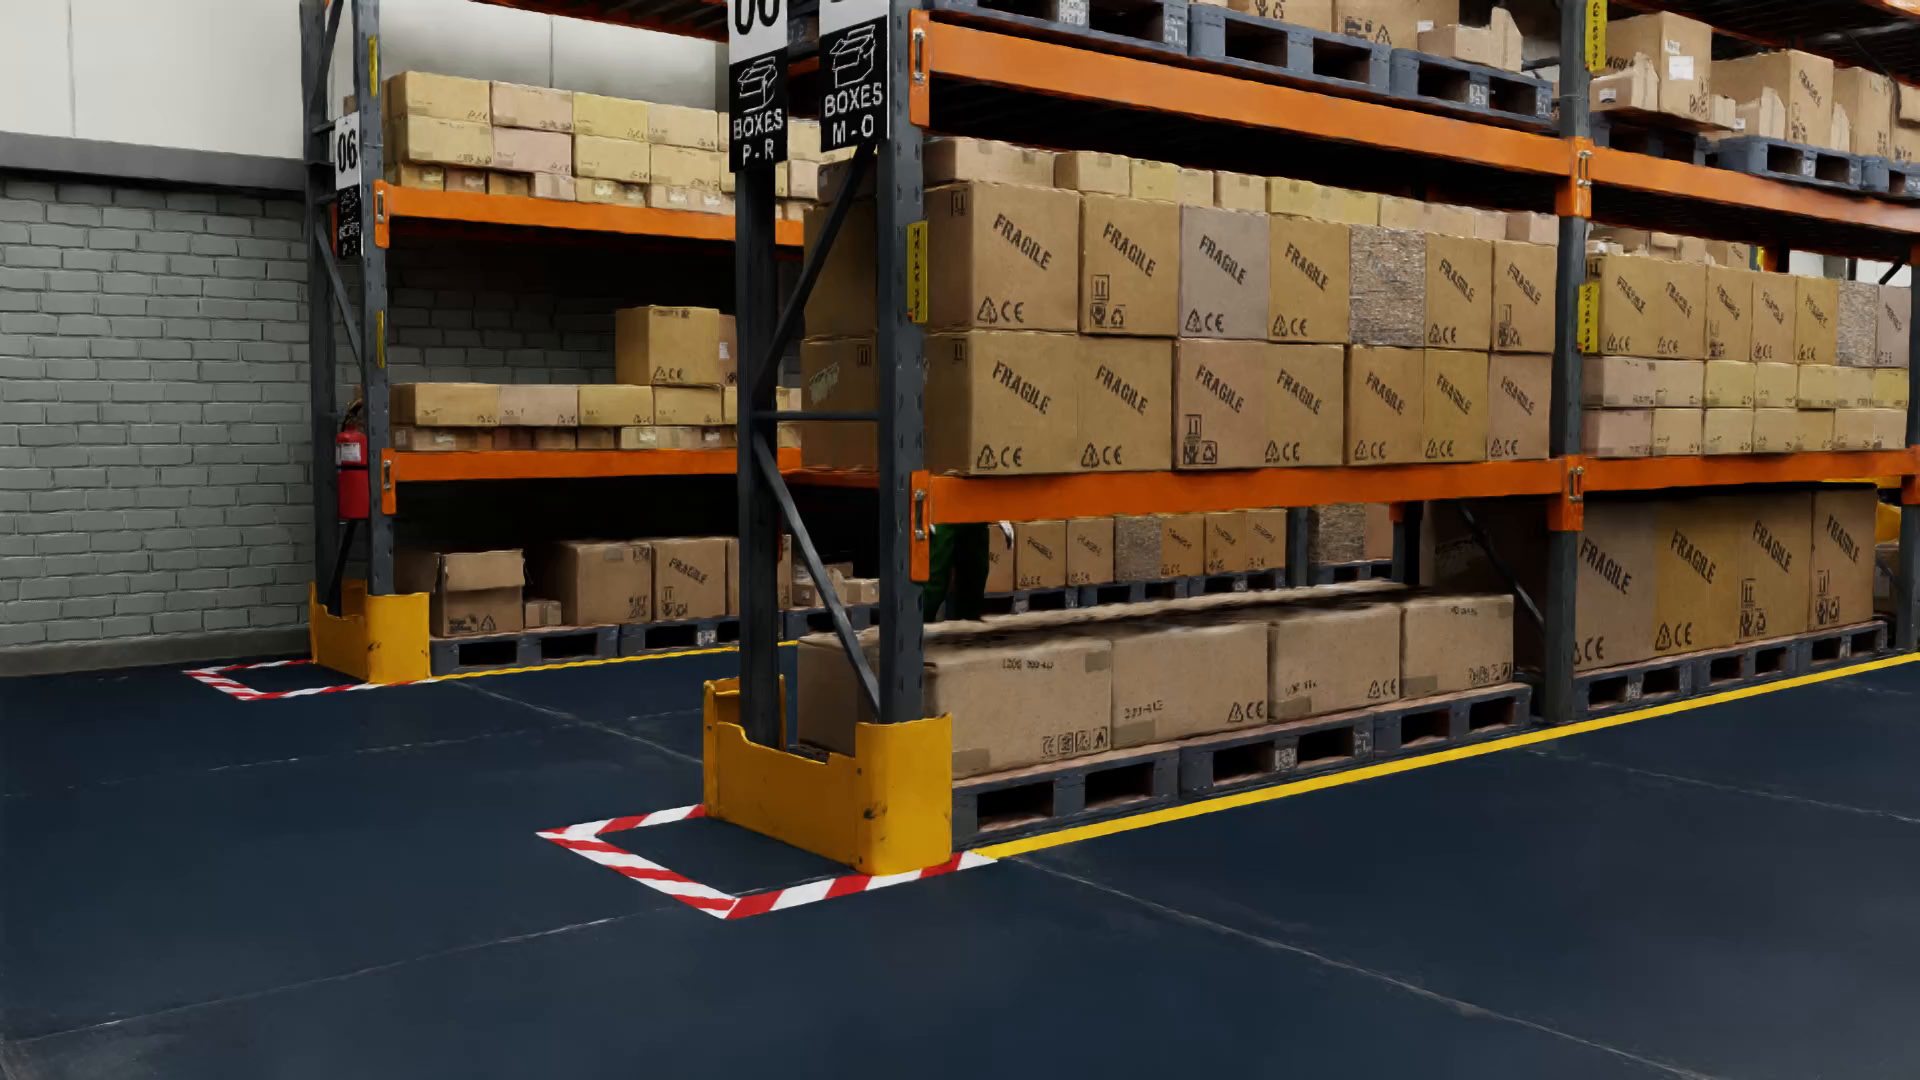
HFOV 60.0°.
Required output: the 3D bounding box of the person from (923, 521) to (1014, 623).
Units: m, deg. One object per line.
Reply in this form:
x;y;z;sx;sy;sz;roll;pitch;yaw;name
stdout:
-0.012;-0.090;9.201;0.667;1.806;0.348;-3;5;-34;person
